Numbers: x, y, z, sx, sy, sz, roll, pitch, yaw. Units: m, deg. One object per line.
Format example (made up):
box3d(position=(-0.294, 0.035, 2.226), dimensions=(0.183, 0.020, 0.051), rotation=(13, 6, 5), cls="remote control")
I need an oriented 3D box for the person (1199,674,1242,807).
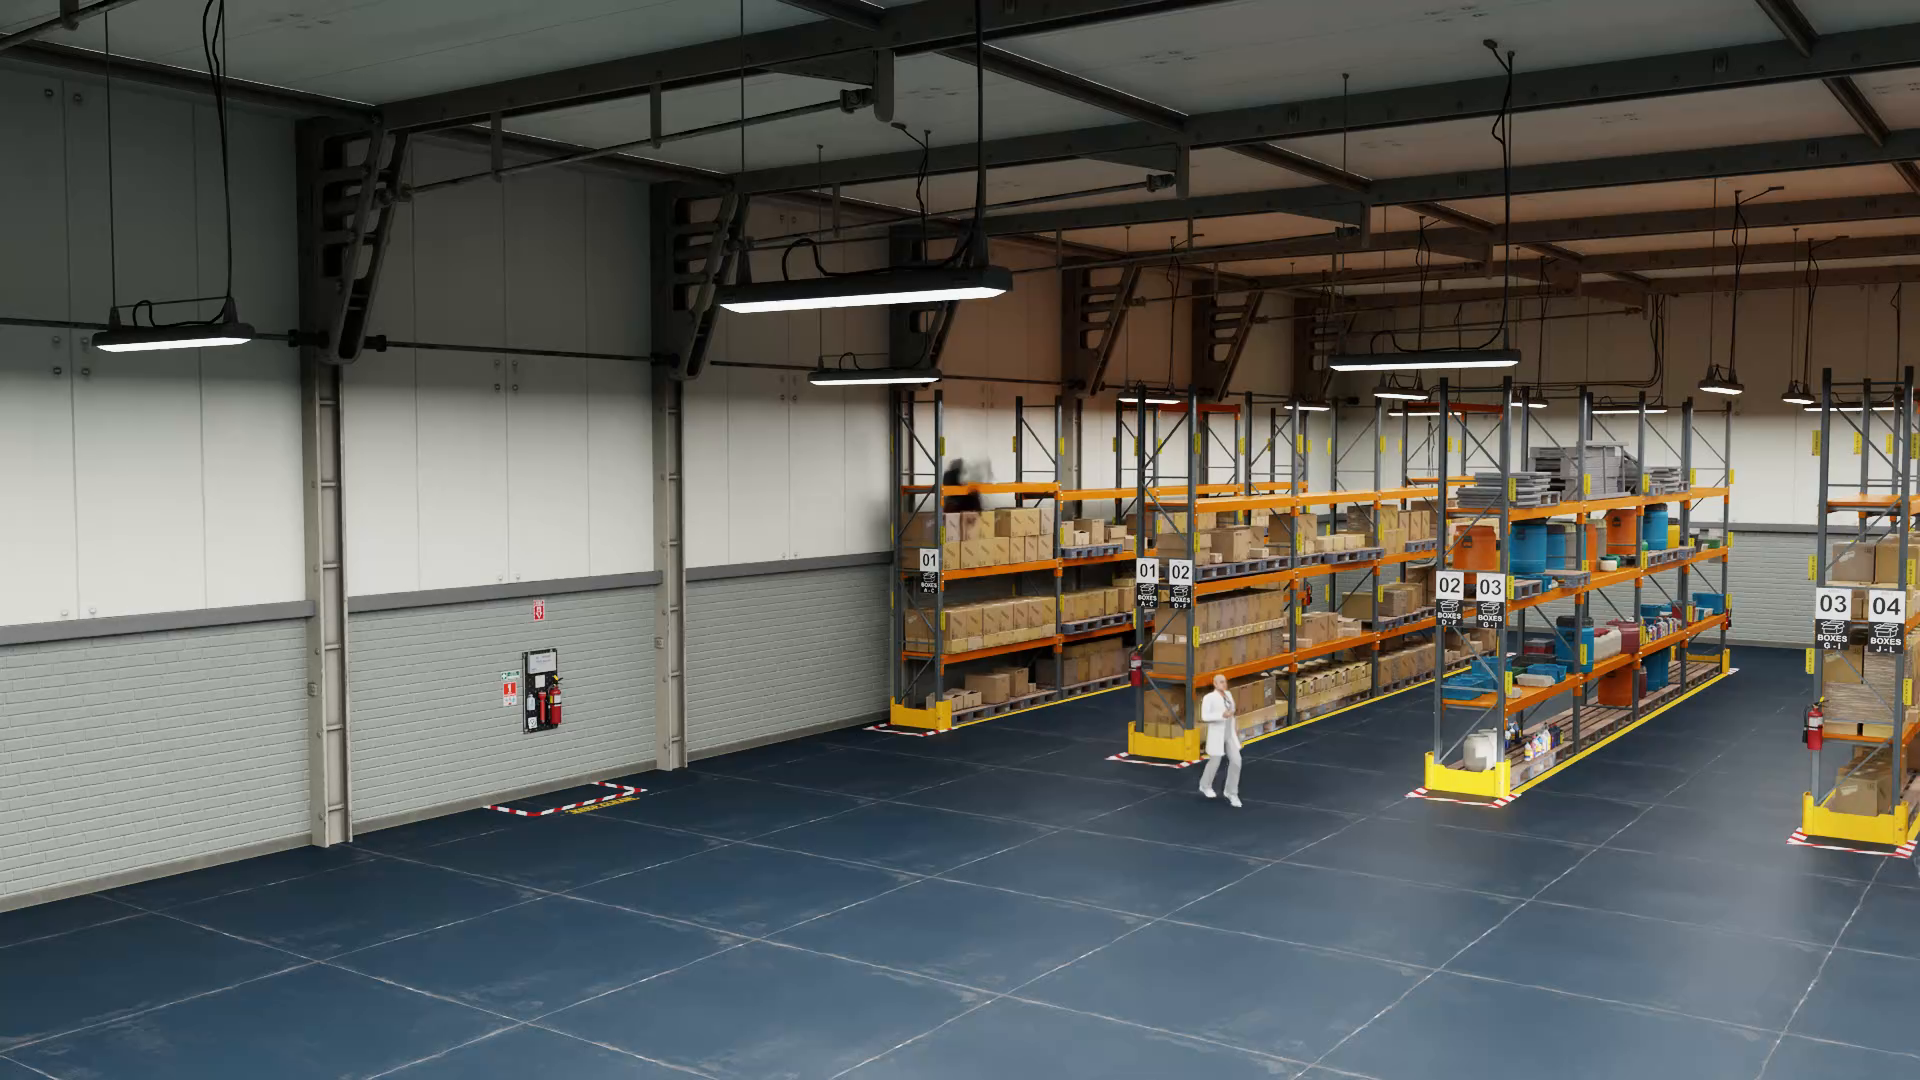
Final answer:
box3d(position=(3.652, 2.798, 23.312), dimensions=(0.688, 1.844, 0.814), rotation=(-2, 4, -27), cls="person")
